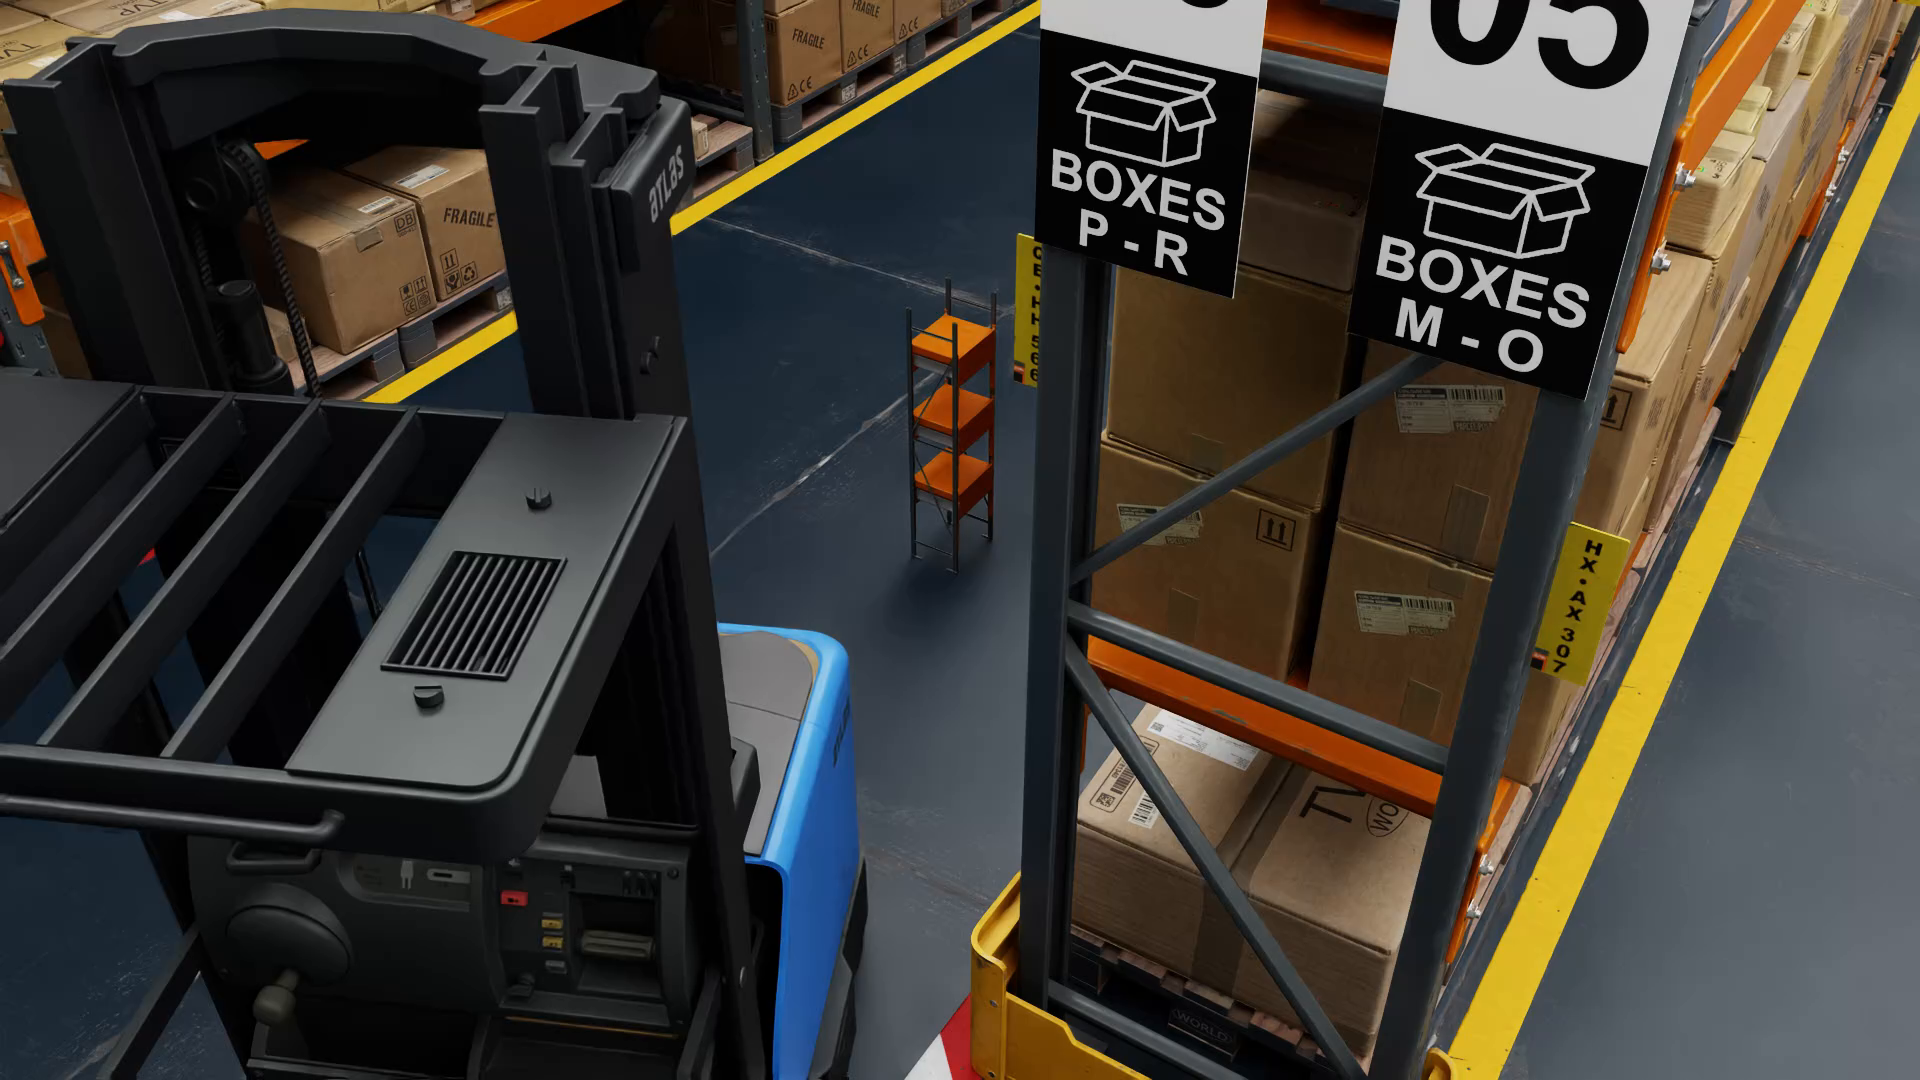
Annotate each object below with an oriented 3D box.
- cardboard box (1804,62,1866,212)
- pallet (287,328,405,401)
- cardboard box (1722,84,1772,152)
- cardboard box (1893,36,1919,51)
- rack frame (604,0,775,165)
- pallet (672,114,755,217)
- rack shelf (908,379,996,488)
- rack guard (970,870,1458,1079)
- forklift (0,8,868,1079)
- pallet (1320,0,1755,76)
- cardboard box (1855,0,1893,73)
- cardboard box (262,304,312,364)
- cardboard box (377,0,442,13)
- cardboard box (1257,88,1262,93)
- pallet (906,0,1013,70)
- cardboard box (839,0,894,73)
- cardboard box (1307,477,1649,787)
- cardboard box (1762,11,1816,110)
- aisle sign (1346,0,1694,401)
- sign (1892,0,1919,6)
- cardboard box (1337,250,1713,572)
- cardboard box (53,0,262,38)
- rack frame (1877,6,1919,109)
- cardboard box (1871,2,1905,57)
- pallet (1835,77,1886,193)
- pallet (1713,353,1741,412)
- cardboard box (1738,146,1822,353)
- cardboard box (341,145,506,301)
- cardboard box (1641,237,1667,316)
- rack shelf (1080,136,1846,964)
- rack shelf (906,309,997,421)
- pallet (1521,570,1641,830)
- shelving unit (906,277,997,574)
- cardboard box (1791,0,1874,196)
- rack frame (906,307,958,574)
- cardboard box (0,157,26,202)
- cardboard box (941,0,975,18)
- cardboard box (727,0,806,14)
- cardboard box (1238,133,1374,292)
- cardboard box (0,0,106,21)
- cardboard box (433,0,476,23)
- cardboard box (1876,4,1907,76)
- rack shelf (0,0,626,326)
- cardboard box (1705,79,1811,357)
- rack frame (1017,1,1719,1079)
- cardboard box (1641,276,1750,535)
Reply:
[{"bbox_3d":[2.712,-1.475,5.624,0.500,0.500,0.500,22,43,26],"label":"cardboard box"},{"bbox_3d":[-3.125,-0.663,6.938,1.003,0.211,1.213,21,42,25],"label":"pallet"},{"bbox_3d":[1.467,-0.877,3.499,0.380,0.149,0.250,20,42,24],"label":"cardboard box"},{"bbox_3d":[5.198,-3.234,9.796,0.950,0.372,0.625,18,41,22],"label":"cardboard box"},{"bbox_3d":[-1.449,-3.380,8.177,1.000,3.000,0.127,21,42,25],"label":"rack frame"},{"bbox_3d":[-1.818,-1.921,8.570,1.003,0.211,1.213,21,42,25],"label":"pallet"},{"bbox_3d":[-0.029,-0.380,5.900,0.215,0.259,0.240,21,42,25],"label":"rack shelf"},{"bbox_3d":[0.588,1.307,4.146,1.175,0.500,0.348,21,42,25],"label":"rack guard"},{"bbox_3d":[-0.969,0.776,2.842,1.130,2.935,3.031,5,38,6],"label":"forklift"},{"bbox_3d":[0.990,-1.234,3.010,1.003,0.211,1.213,21,42,25],"label":"pallet"},{"bbox_3d":[2.725,-1.860,5.305,0.500,0.500,0.500,21,42,25],"label":"cardboard box"},{"bbox_3d":[-2.924,-0.845,6.881,0.380,0.149,0.250,19,42,23],"label":"cardboard box"},{"bbox_3d":[-2.327,-2.315,6.675,0.500,0.250,0.500,20,42,24],"label":"cardboard box"},{"bbox_3d":[0.807,-0.938,3.578,0.380,0.149,0.250,21,42,25],"label":"cardboard box"},{"bbox_3d":[-0.392,-3.338,10.408,1.003,0.211,1.213,21,42,25],"label":"pallet"},{"bbox_3d":[-0.723,-3.009,9.400,0.500,0.500,0.500,21,42,25],"label":"cardboard box"},{"bbox_3d":[1.101,0.111,3.567,0.500,0.500,0.500,21,42,25],"label":"cardboard box"},{"bbox_3d":[1.733,-1.145,3.846,0.380,0.149,0.250,22,43,26],"label":"cardboard box"},{"bbox_3d":[0.808,-0.593,2.434,0.394,0.787,0.004,21,42,25],"label":"aisle sign"},{"bbox_3d":[3.214,-1.951,5.550,0.100,0.325,0.005,21,42,25],"label":"sign"},{"bbox_3d":[1.099,-0.286,3.263,0.500,0.500,0.500,20,42,24],"label":"cardboard box"},{"bbox_3d":[-2.851,-1.782,5.983,0.500,0.250,0.500,22,43,26],"label":"cardboard box"},{"bbox_3d":[4.887,-3.820,8.748,1.000,3.000,0.127,21,42,25],"label":"rack frame"},{"bbox_3d":[3.218,-2.031,6.141,0.500,0.250,0.500,20,42,24],"label":"cardboard box"},{"bbox_3d":[4.401,-2.334,9.104,1.003,0.211,1.213,21,42,25],"label":"pallet"},{"bbox_3d":[3.094,-1.076,7.473,1.003,0.211,1.213,21,42,25],"label":"pallet"},{"bbox_3d":[2.184,-0.944,4.935,0.500,0.500,0.500,21,42,24],"label":"cardboard box"},{"bbox_3d":[-2.326,-1.446,7.372,0.500,0.500,0.500,22,43,26],"label":"cardboard box"},{"bbox_3d":[1.025,-0.481,2.985,0.380,0.149,0.250,22,43,26],"label":"cardboard box"},{"bbox_3d":[1.673,-0.442,4.956,1.077,0.370,4.000,21,42,25],"label":"rack shelf"},{"bbox_3d":[-0.029,-0.605,5.727,0.215,0.259,0.240,21,42,25],"label":"rack shelf"},{"bbox_3d":[1.618,0.344,5.630,1.003,0.211,1.213,21,42,25],"label":"pallet"},{"bbox_3d":[-0.029,-0.388,5.894,0.215,1.050,0.252,21,42,25],"label":"shelving unit"},{"bbox_3d":[2.181,-1.335,4.625,0.500,0.500,0.500,22,43,26],"label":"cardboard box"},{"bbox_3d":[-0.094,-0.325,5.812,0.200,1.050,0.008,21,42,25],"label":"rack frame"},{"bbox_3d":[-3.184,-1.298,5.682,0.380,0.149,0.250,21,42,25],"label":"cardboard box"},{"bbox_3d":[-0.169,-3.531,10.076,0.500,0.500,0.500,20,42,24],"label":"cardboard box"},{"bbox_3d":[-1.032,-2.911,8.741,0.380,0.149,0.250,23,43,27],"label":"cardboard box"},{"bbox_3d":[0.624,-0.639,3.190,0.380,0.149,0.250,22,43,26],"label":"cardboard box"},{"bbox_3d":[-3.292,-1.965,6.222,0.500,0.250,0.500,21,42,25],"label":"cardboard box"},{"bbox_3d":[-2.248,-2.243,6.909,0.380,0.149,0.250,21,42,25],"label":"cardboard box"},{"bbox_3d":[3.479,-2.106,6.648,0.500,0.250,0.500,20,42,24],"label":"cardboard box"},{"bbox_3d":[-2.520,-2.064,7.059,1.077,0.370,4.000,21,42,25],"label":"rack shelf"},{"bbox_3d":[1.639,-0.822,3.959,0.500,0.500,0.500,21,42,25],"label":"cardboard box"},{"bbox_3d":[0.601,0.304,3.398,1.000,3.000,0.127,21,42,25],"label":"rack frame"},{"bbox_3d":[1.636,-0.415,4.250,0.500,0.500,0.500,21,42,25],"label":"cardboard box"}]
